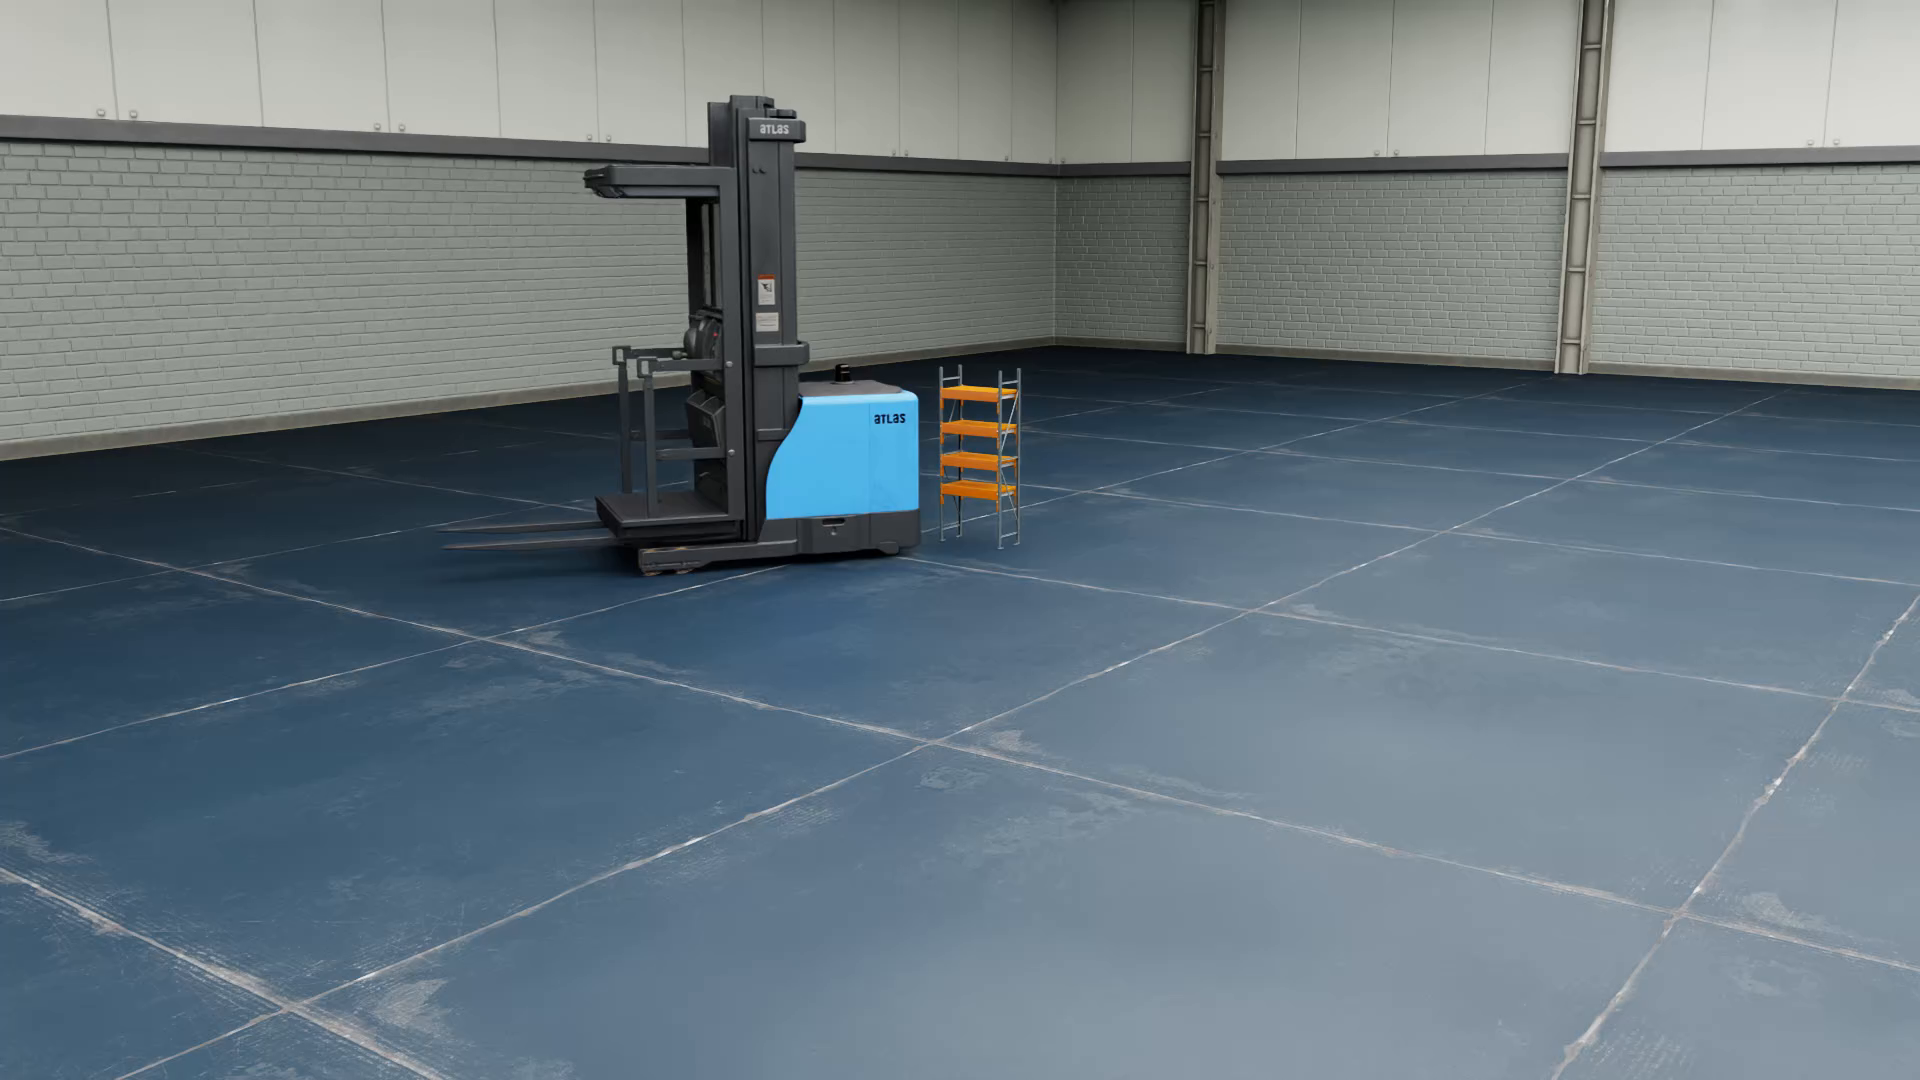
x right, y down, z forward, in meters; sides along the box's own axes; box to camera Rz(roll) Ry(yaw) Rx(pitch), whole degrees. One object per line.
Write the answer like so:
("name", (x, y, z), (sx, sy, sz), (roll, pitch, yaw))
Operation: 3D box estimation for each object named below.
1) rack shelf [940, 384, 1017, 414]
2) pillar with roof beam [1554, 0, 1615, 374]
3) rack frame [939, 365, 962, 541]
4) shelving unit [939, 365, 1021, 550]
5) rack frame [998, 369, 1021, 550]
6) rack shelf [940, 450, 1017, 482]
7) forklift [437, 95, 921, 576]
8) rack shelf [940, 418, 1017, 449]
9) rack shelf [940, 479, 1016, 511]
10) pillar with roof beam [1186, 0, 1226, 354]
("rack shelf", (0.133, -0.956, 11.245), (0.480, 0.148, 0.258), (8, 13, 36))
("pillar with roof beam", (6.272, -6.170, 19.732), (0.400, 9.000, 9.100), (8, 13, 36))
("rack frame", (-0.063, -0.598, 11.461), (0.015, 1.200, 0.240), (8, 13, 36))
("shelving unit", (0.133, -0.570, 11.320), (0.503, 1.200, 0.258), (8, 13, 36))
("rack frame", (0.330, -0.543, 11.178), (0.015, 1.200, 0.240), (8, 13, 36))
("rack shelf", (0.133, -0.504, 11.332), (0.480, 0.148, 0.258), (8, 13, 36))
("forklift", (-1.832, -1.328, 10.677), (3.031, 2.935, 1.130), (-4, 12, -20))
("rack shelf", (0.133, -0.724, 11.290), (0.480, 0.148, 0.258), (8, 13, 36))
("rack shelf", (0.133, -0.309, 11.370), (0.480, 0.148, 0.258), (8, 13, 36))
("pillar with roof beam", (1.436, -6.845, 23.219), (0.400, 9.000, 9.100), (8, 13, 36))
